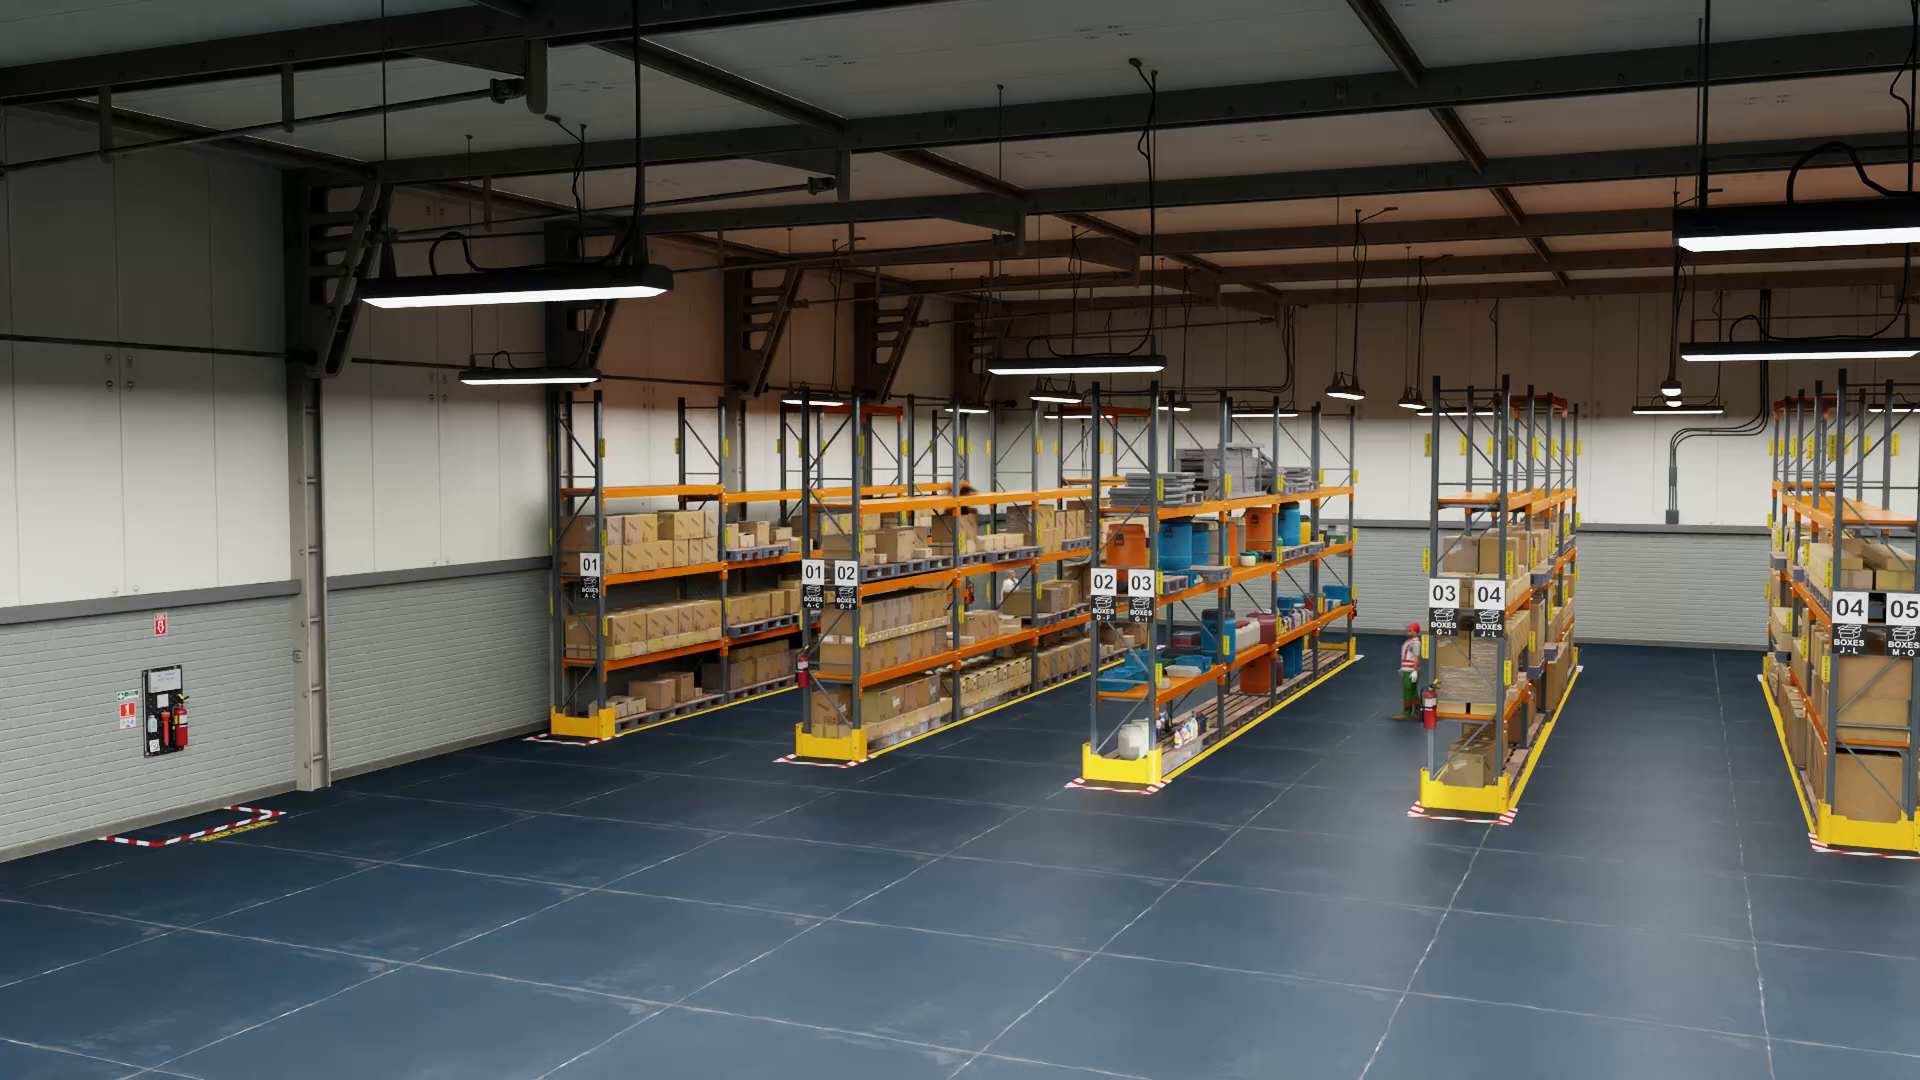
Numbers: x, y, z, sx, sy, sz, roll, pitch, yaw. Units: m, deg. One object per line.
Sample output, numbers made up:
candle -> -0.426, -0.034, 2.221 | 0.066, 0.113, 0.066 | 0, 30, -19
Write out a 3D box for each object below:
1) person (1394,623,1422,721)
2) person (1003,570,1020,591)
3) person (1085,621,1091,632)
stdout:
person -> 8.264, 2.419, 30.659 | 0.486, 1.791, 0.549 | 1, 3, 22
person -> 1.340, 1.664, 44.171 | 0.610, 1.767, 0.598 | 1, 3, 23
person -> 3.392, 1.811, 42.741 | 0.473, 1.672, 0.591 | -2, 4, -34
